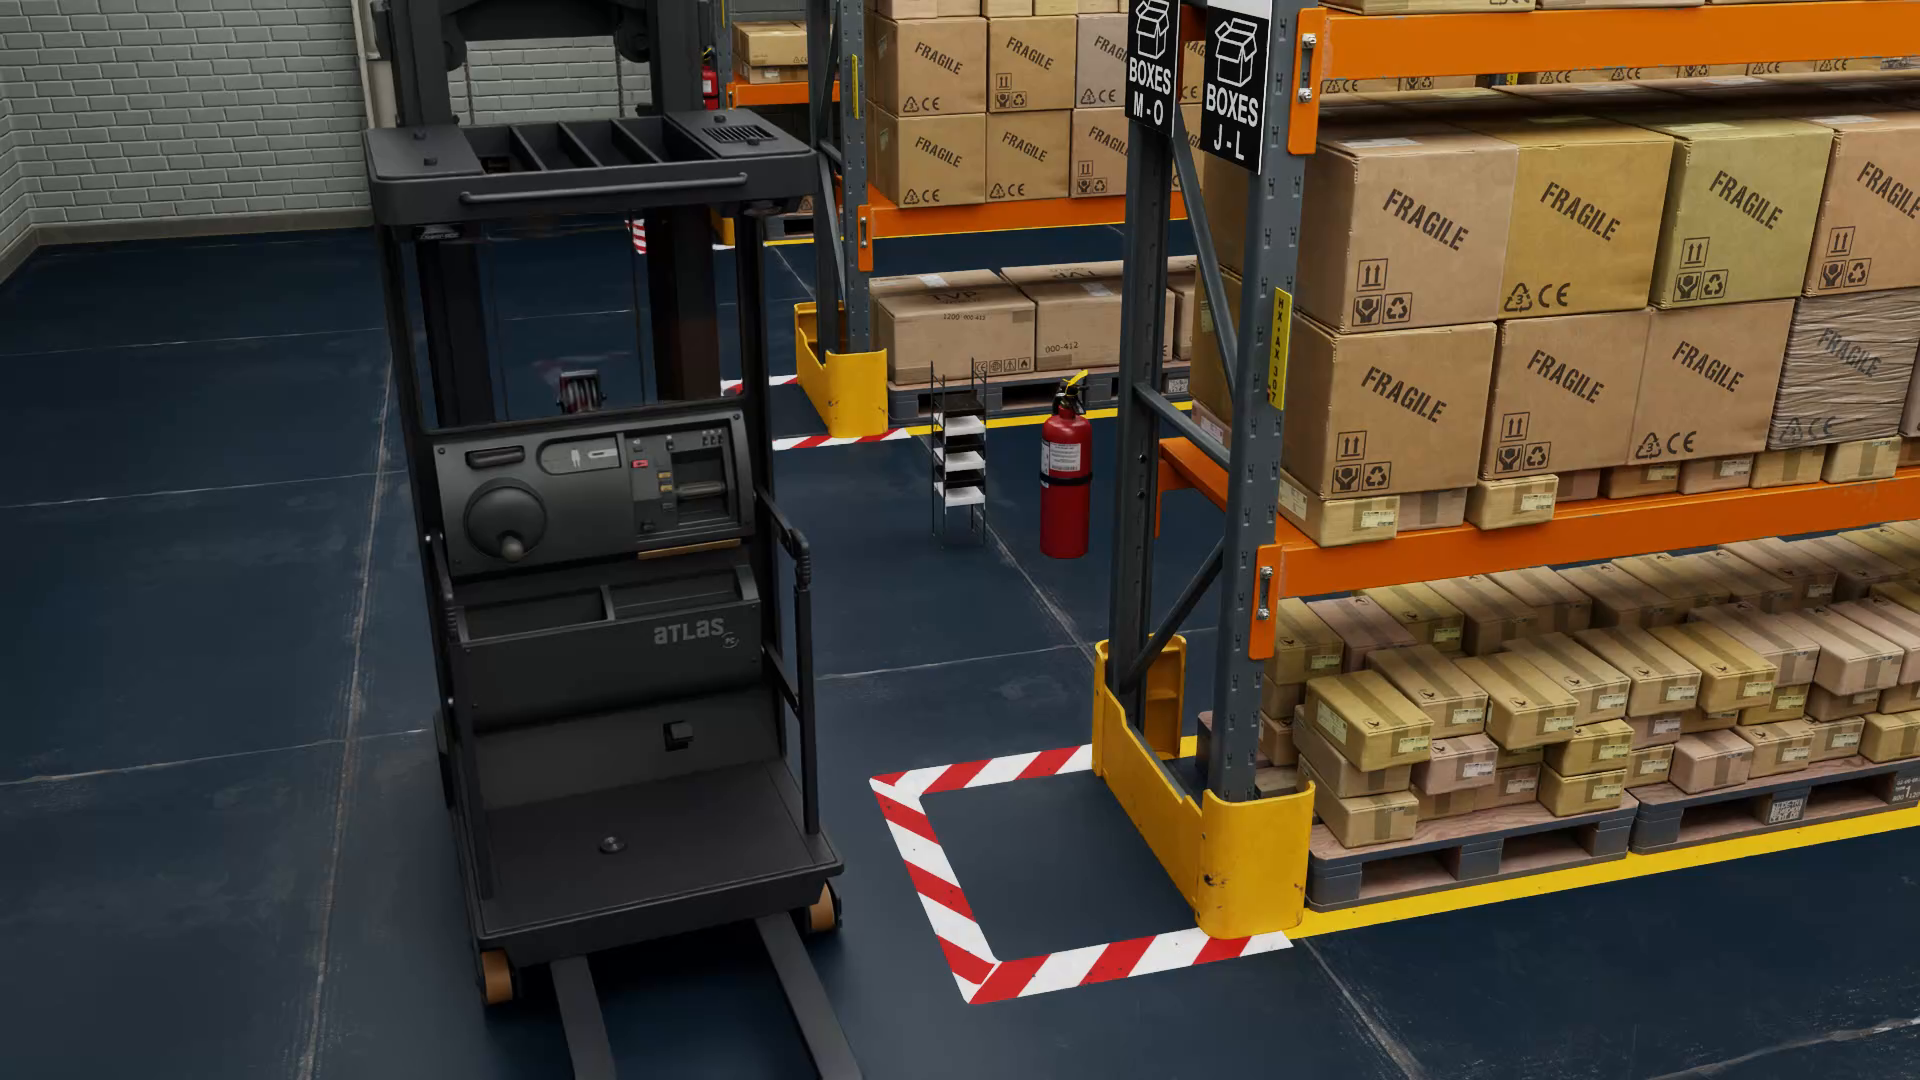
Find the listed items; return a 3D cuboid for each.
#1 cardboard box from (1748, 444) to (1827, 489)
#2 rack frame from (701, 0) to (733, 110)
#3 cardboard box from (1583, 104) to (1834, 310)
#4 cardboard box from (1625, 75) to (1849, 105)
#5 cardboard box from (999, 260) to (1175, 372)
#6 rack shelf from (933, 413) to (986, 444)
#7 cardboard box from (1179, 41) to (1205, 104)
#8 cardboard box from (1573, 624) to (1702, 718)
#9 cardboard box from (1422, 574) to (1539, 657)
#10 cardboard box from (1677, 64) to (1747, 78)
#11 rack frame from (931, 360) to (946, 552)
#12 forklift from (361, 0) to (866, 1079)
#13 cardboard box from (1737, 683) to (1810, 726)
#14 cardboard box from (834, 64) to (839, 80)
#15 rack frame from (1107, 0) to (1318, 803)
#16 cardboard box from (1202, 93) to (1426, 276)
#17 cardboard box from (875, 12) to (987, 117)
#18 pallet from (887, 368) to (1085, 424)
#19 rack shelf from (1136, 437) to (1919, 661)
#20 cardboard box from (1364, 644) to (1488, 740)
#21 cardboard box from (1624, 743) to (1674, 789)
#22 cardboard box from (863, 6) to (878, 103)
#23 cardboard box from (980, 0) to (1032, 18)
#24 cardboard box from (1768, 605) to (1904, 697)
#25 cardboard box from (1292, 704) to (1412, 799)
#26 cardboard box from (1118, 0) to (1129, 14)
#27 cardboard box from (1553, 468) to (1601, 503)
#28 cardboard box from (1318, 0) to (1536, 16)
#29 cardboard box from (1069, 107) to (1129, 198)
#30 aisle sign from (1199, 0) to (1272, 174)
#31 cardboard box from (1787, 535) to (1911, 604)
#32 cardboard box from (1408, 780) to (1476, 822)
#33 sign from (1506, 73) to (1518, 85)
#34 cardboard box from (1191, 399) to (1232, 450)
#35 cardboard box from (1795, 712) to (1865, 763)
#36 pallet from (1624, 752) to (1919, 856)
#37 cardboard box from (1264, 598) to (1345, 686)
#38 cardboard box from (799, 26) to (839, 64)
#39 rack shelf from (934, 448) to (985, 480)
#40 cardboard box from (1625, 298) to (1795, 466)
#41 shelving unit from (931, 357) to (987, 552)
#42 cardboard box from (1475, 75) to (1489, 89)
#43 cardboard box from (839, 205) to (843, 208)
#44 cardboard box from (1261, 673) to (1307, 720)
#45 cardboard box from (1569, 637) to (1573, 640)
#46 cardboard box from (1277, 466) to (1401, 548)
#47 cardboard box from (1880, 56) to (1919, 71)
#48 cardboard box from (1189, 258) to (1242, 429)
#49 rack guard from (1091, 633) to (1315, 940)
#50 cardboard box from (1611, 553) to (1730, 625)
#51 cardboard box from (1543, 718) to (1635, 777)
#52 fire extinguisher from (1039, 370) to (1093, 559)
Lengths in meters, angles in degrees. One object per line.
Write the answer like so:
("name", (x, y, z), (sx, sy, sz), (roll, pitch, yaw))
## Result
("cardboard box", (2.618, -0.313, 5.494), (0.250, 0.149, 0.380), (-5, 24, -12))
("rack frame", (-2.050, -4.085, 13.967), (0.127, 3.000, 1.000), (-6, 24, -14))
("cardboard box", (2.224, -1.025, 5.063), (0.500, 0.500, 0.500), (-7, 24, -16))
("cardboard box", (2.597, -1.288, 5.677), (0.500, 0.500, 0.500), (-7, 24, -16))
("cardboard box", (0.782, -1.426, 10.486), (0.875, 0.438, 0.875), (-6, 24, -13))
("rack shelf", (-0.008, -0.547, 8.013), (0.200, 0.077, 0.258), (-6, 24, -14))
("cardboard box", (1.303, -2.819, 9.620), (0.500, 0.500, 0.500), (-6, 24, -14))
("cardboard box", (2.321, 0.447, 5.732), (0.250, 0.149, 0.380), (-5, 24, -12))
("cardboard box", (1.909, 0.274, 6.136), (0.250, 0.149, 0.380), (-7, 24, -16))
("cardboard box", (4.613, -3.188, 10.480), (0.500, 0.500, 0.500), (-7, 24, -16))
("rack frame", (-0.106, -0.402, 8.045), (0.006, 0.900, 0.240), (-6, 24, -14))
("forklift", (-1.021, -0.136, 4.851), (1.130, 2.935, 3.031), (-8, 25, -19))
("cardboard box", (2.812, 0.502, 5.982), (0.250, 0.149, 0.380), (-5, 24, -12))
("cardboard box", (-1.183, -3.987, 14.056), (0.250, 0.149, 0.380), (-7, 24, -15))
("rack frame", (0.729, -0.333, 5.222), (0.127, 3.000, 1.000), (-6, 24, -14))
("cardboard box", (1.102, -1.118, 5.280), (0.500, 0.500, 0.500), (-7, 24, -15))
("cardboard box", (-0.166, -2.650, 9.227), (0.500, 0.500, 0.500), (-7, 24, -16))
("pallet", (0.043, -1.035, 10.394), (1.213, 0.211, 1.003), (-6, 24, -14))
("rack shelf", (2.655, -0.215, 5.860), (4.000, 0.370, 1.077), (-6, 24, -14))
("cardboard box", (1.558, 0.509, 5.588), (0.250, 0.149, 0.380), (-6, 24, -13))
("cardboard box", (2.283, 0.713, 5.867), (0.250, 0.149, 0.380), (-6, 24, -14))
("cardboard box", (-0.306, -2.849, 9.690), (0.500, 0.500, 0.500), (-6, 24, -13))
("cardboard box", (0.226, -2.977, 9.166), (0.250, 0.149, 0.380), (-6, 24, -13))
("cardboard box", (3.072, 0.388, 5.869), (0.250, 0.149, 0.380), (-7, 24, -16))
("cardboard box", (1.303, 0.689, 5.545), (0.250, 0.149, 0.380), (-5, 24, -12))
("cardboard box", (0.964, -3.070, 9.384), (0.250, 0.149, 0.380), (-6, 24, -14))
("cardboard box", (1.849, -0.258, 5.366), (0.250, 0.149, 0.380), (-5, 24, -12))
("cardboard box", (1.230, -1.593, 4.545), (0.500, 0.250, 0.500), (-5, 24, -12))
("cardboard box", (0.808, -2.301, 9.682), (0.500, 0.500, 0.500), (-6, 24, -15))
("aisle sign", (0.740, -1.406, 4.425), (0.004, 0.787, 0.394), (-6, 24, -14))
("cardboard box", (3.436, 0.132, 6.467), (0.250, 0.149, 0.380), (-7, 24, -16))
("cardboard box", (1.550, 0.791, 5.685), (0.250, 0.149, 0.380), (-6, 24, -15))
("sign", (3.297, -2.851, 9.892), (0.005, 0.325, 0.100), (-6, 24, -14))
("cardboard box", (0.967, -0.359, 5.602), (0.250, 0.149, 0.380), (-6, 24, -14))
("cardboard box", (3.029, 0.642, 6.033), (0.250, 0.149, 0.380), (-6, 24, -13))
("pallet", (2.766, 0.739, 6.260), (1.213, 0.211, 1.003), (-6, 24, -14))
("cardboard box", (1.170, 0.358, 5.939), (0.250, 0.149, 0.380), (-6, 24, -14))
("cardboard box", (-1.055, -4.153, 13.938), (0.500, 0.250, 0.500), (-6, 24, -14))
("rack shelf", (-0.008, -0.382, 8.084), (0.200, 0.077, 0.258), (-6, 24, -14))
("cardboard box", (2.219, -0.572, 5.276), (0.500, 0.500, 0.500), (-6, 24, -14))
("shelving unit", (-0.008, -0.413, 8.071), (0.210, 0.900, 0.258), (-6, 24, -14))
("cardboard box", (3.505, -2.927, 10.825), (0.500, 0.250, 0.500), (-6, 24, -14))
("cardboard box", (-1.016, -3.028, 14.586), (0.250, 0.149, 0.380), (-7, 24, -16))
("cardboard box", (1.160, 0.483, 6.026), (0.250, 0.149, 0.380), (-7, 24, -16))
("cardboard box", (2.155, 0.367, 6.296), (0.250, 0.149, 0.380), (-6, 24, -14))
("cardboard box", (1.129, -0.127, 5.061), (0.250, 0.149, 0.380), (-7, 24, -15))
("cardboard box", (6.078, -3.347, 10.851), (0.500, 0.500, 0.500), (-6, 24, -13))
("cardboard box", (1.092, -0.661, 5.482), (0.500, 0.500, 0.500), (-6, 24, -13))
("rack guard", (0.802, 0.808, 5.733), (0.348, 0.500, 1.175), (-6, 24, -14))
("cardboard box", (2.681, 0.200, 6.309), (0.250, 0.149, 0.380), (-6, 24, -14))
("cardboard box", (2.070, 0.636, 5.670), (0.250, 0.149, 0.380), (-6, 24, -13))
("fire extinguisher", (0.362, -0.274, 5.656), (0.183, 0.674, 0.296), (-6, 24, -14))
